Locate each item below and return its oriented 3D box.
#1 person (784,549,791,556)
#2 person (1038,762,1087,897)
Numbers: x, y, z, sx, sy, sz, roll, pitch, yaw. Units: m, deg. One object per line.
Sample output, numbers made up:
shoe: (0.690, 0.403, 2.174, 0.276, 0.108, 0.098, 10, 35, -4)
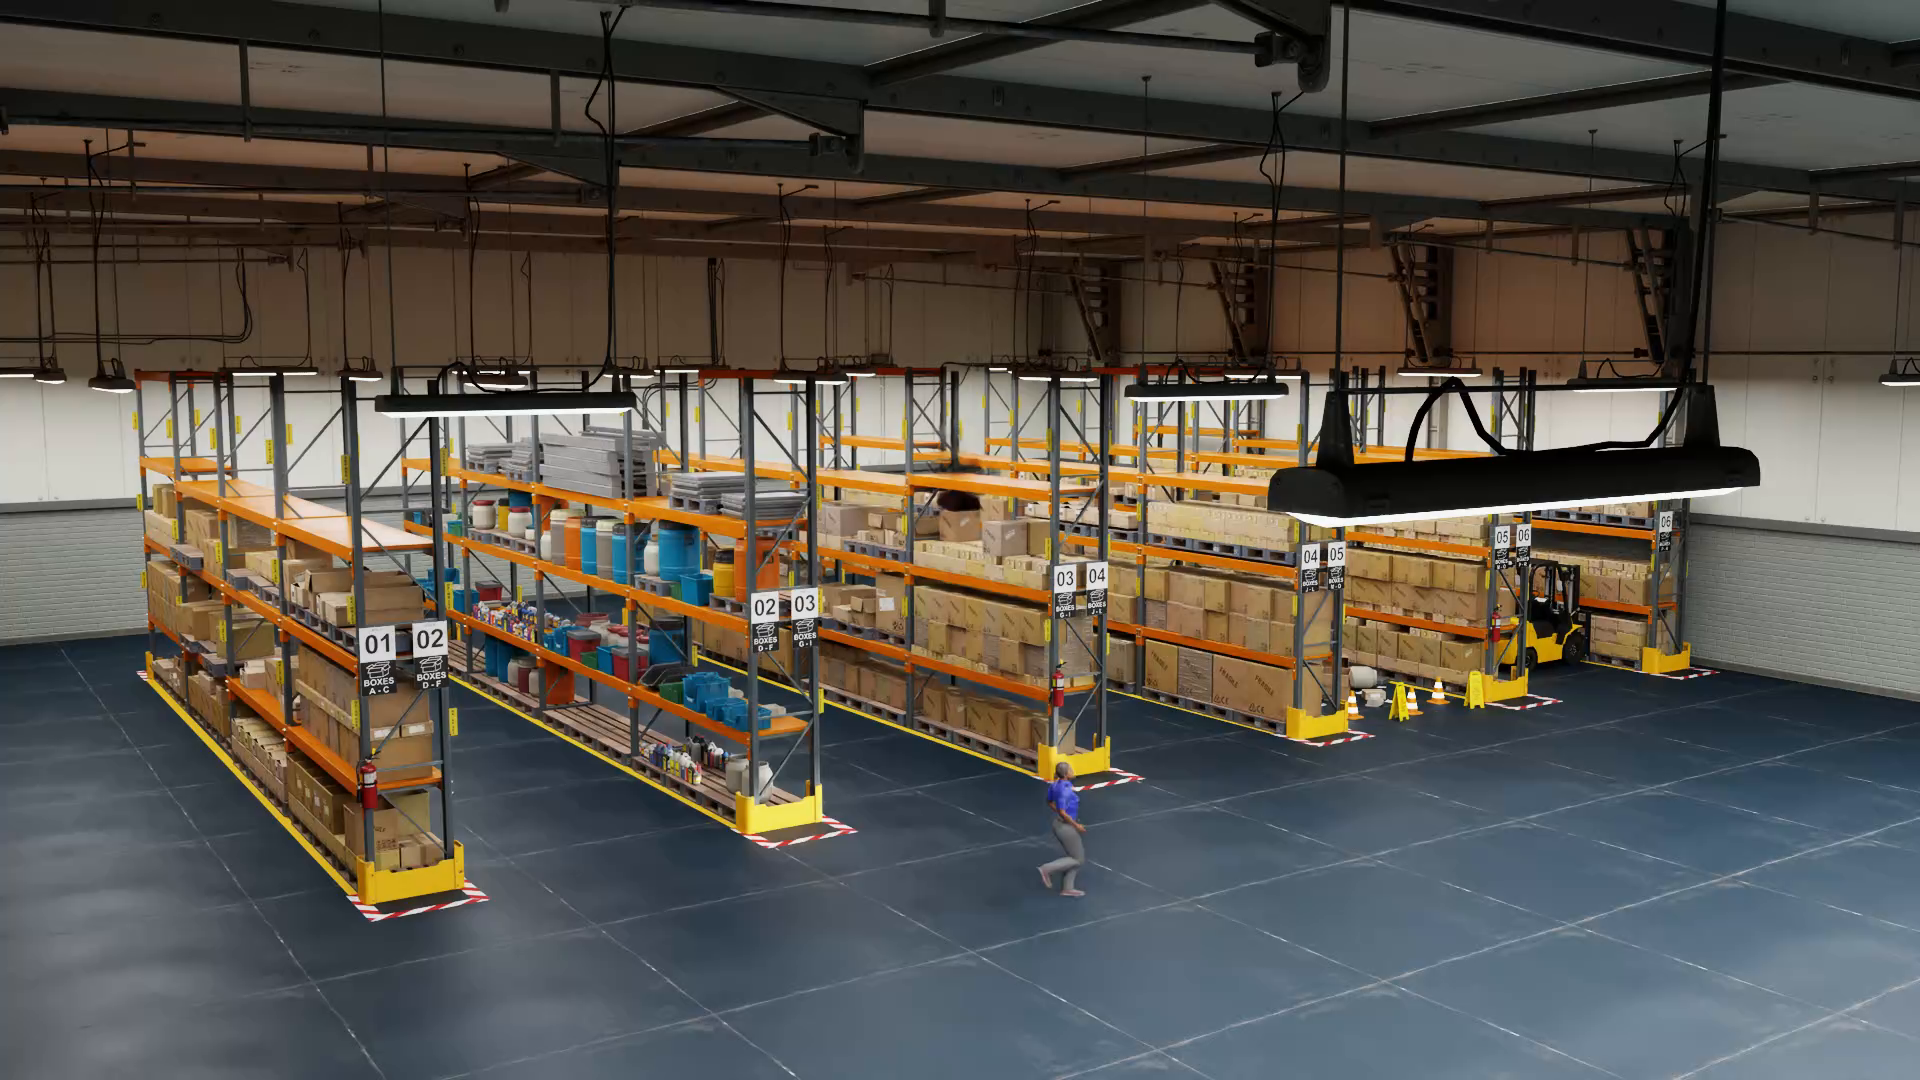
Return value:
person: (-4.252, 0.904, 40.892, 0.619, 1.687, 0.715, 4, 8, 35)
person: (1.167, 3.366, 19.310, 0.589, 1.615, 0.575, -2, 7, -14)
